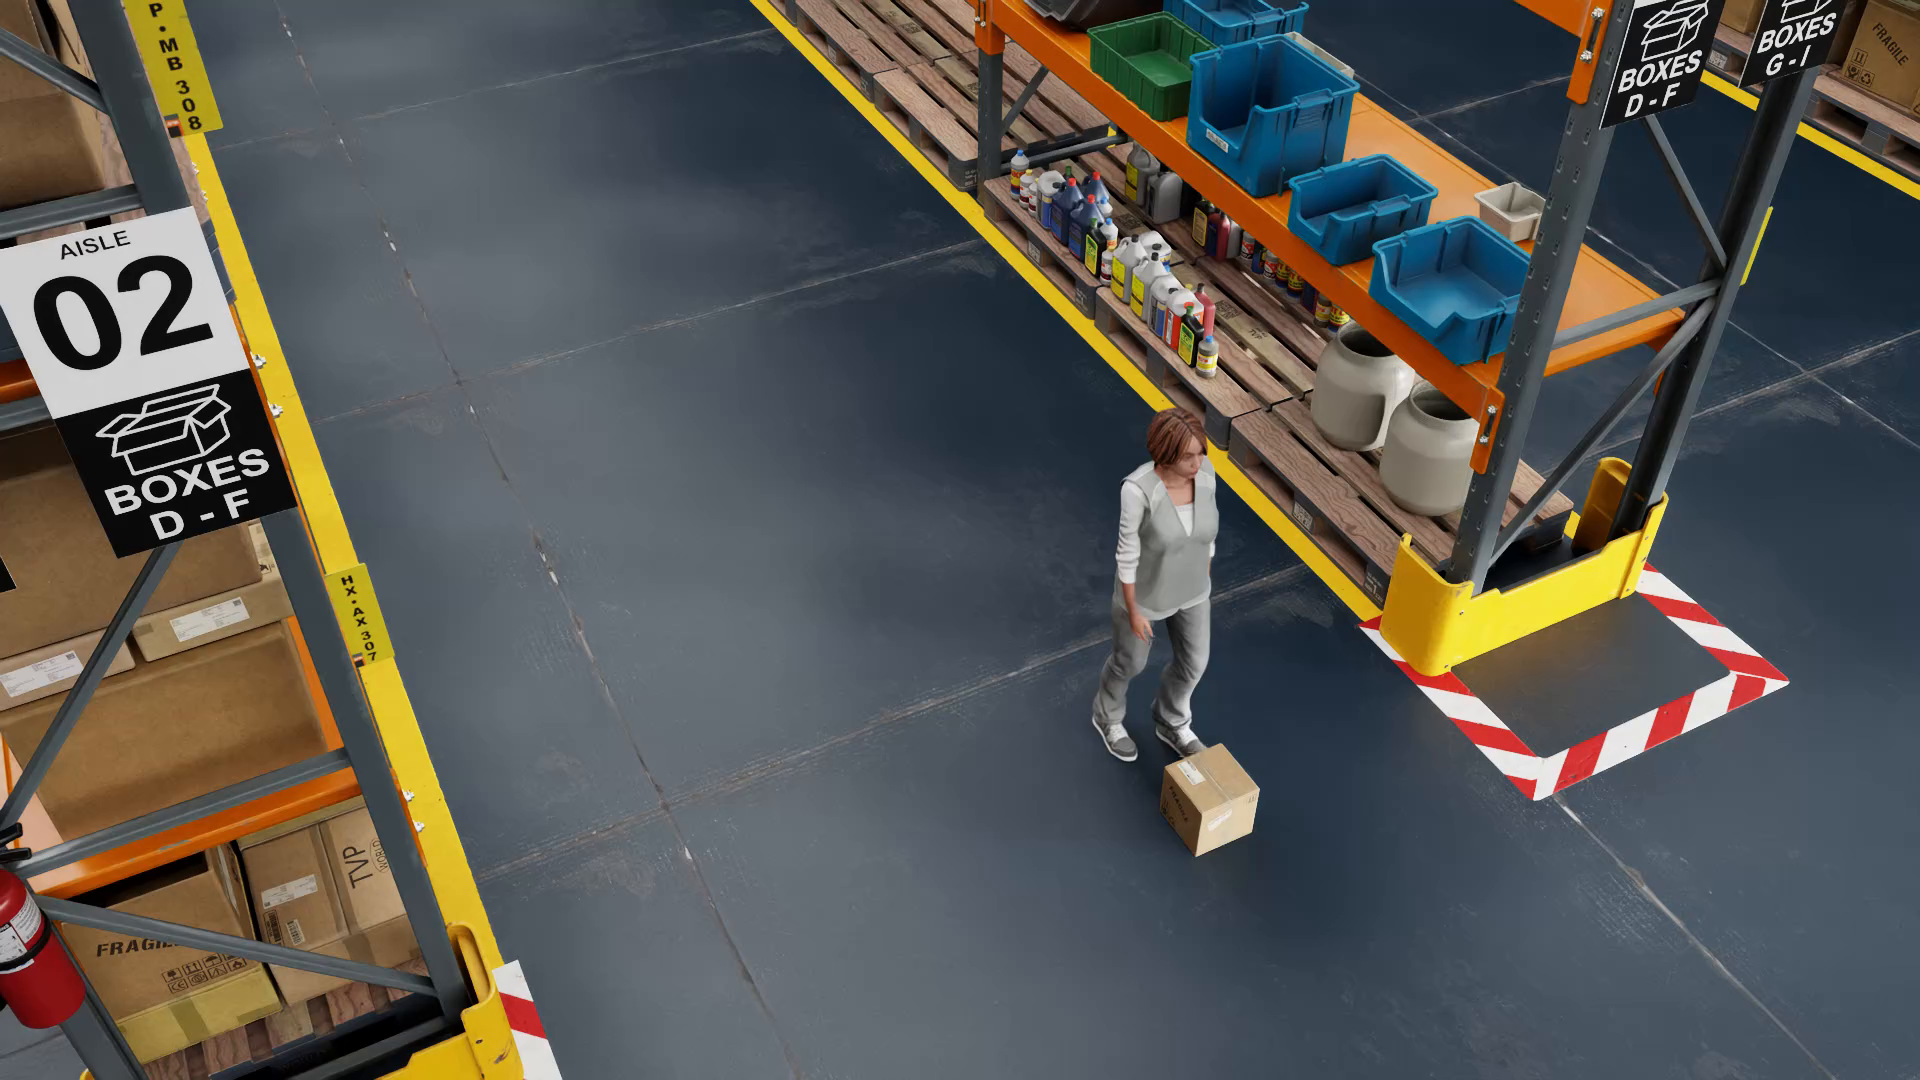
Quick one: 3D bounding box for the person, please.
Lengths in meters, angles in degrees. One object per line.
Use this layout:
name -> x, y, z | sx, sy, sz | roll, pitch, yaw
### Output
person -> 0.736, 0.197, 5.958 | 0.411, 1.601, 0.448 | -18, 45, -19
